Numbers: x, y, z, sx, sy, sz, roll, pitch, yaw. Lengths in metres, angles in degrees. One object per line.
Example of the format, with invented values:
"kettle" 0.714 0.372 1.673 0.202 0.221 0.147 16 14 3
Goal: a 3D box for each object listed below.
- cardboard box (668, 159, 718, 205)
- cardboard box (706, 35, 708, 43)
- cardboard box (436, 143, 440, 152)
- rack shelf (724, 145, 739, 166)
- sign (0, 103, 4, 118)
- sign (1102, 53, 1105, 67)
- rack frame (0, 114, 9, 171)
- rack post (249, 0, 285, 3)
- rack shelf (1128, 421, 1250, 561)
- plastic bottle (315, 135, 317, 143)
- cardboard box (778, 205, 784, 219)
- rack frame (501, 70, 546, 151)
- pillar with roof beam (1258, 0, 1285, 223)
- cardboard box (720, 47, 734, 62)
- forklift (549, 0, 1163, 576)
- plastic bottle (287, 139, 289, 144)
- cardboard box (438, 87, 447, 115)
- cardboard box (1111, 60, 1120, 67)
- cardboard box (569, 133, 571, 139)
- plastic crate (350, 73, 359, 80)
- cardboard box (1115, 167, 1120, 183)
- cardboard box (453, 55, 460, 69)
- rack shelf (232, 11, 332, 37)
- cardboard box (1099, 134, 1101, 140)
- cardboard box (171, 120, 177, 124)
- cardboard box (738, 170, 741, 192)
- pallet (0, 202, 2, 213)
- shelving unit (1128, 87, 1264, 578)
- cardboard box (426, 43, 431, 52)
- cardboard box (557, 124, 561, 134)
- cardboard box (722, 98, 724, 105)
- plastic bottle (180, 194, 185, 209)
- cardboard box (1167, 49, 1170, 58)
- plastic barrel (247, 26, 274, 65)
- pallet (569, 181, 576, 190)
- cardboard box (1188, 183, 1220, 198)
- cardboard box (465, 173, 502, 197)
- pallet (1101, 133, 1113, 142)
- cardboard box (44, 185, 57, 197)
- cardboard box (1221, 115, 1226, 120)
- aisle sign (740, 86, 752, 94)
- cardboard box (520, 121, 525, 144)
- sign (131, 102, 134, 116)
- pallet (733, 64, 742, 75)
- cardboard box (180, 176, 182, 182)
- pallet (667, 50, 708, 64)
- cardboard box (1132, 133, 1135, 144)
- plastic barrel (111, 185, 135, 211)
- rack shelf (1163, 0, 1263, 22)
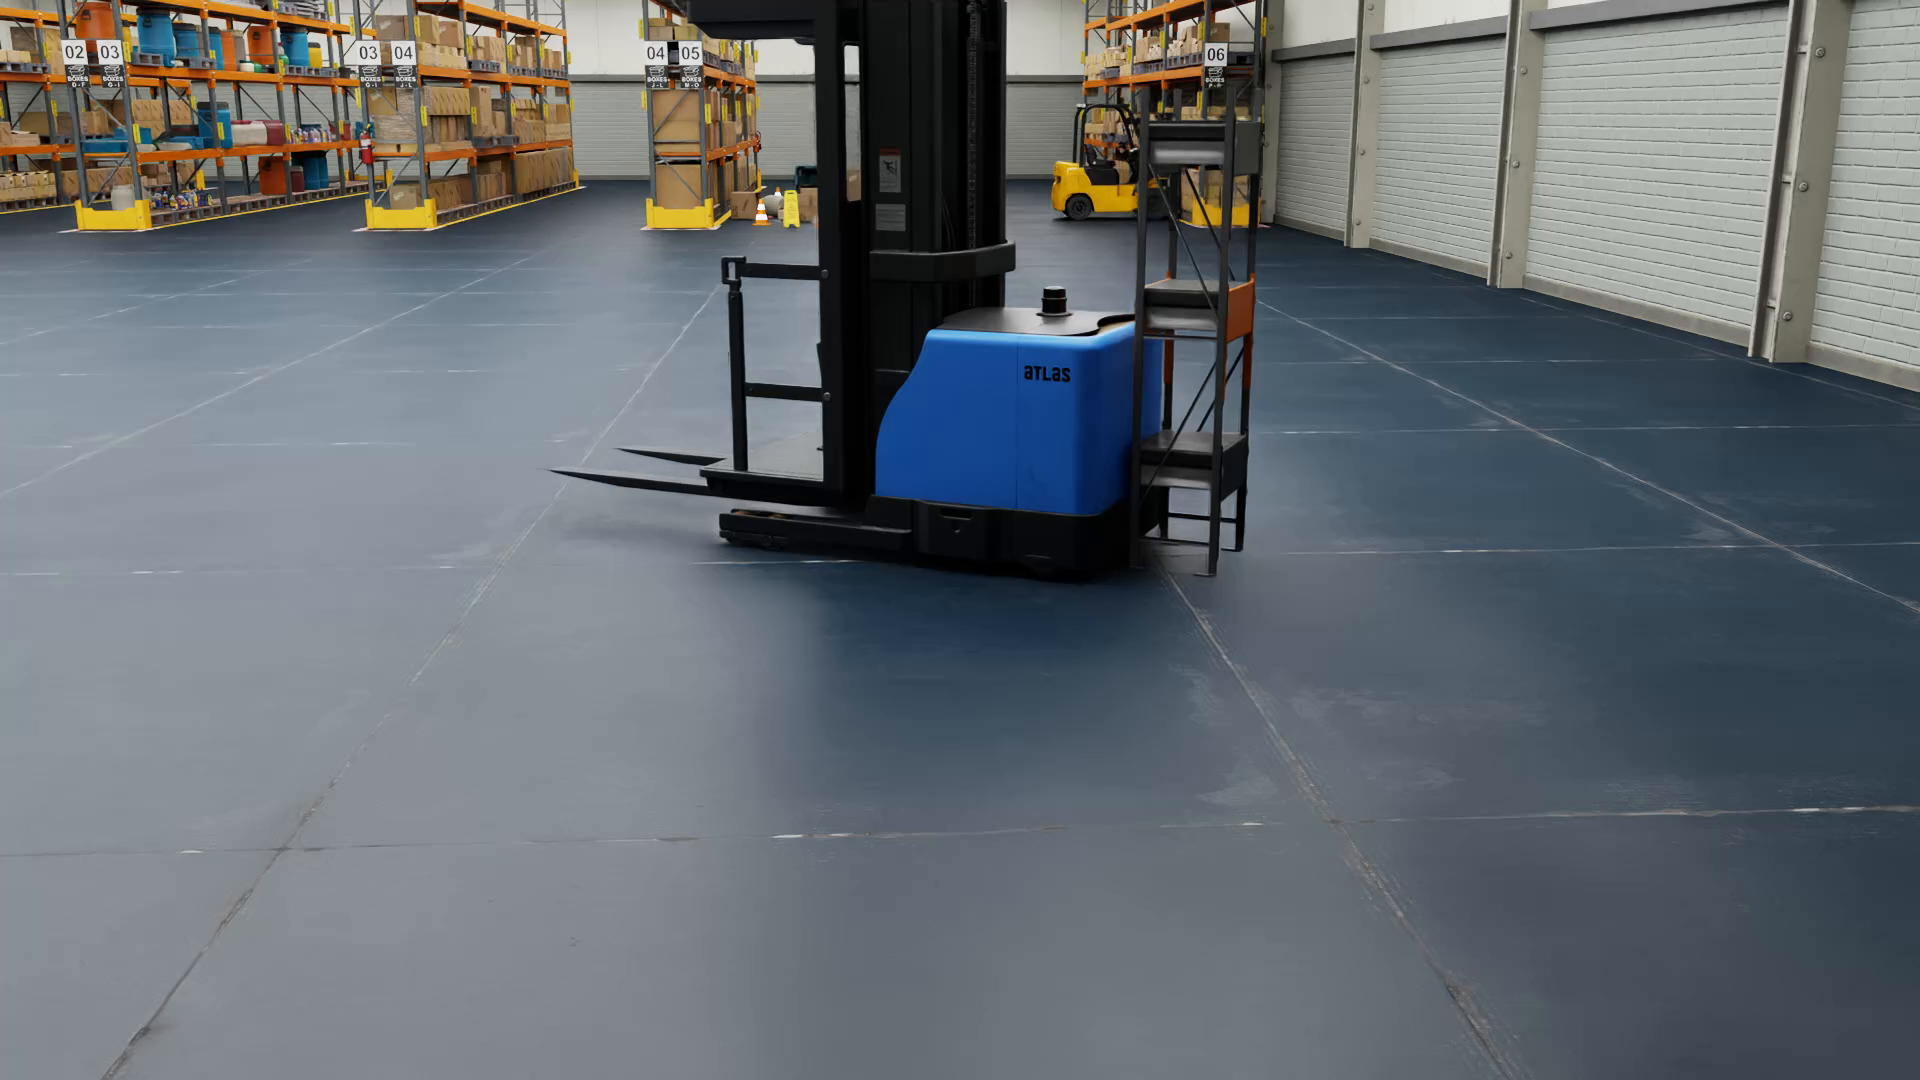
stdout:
"cardboard box" -5.296 -7.091 32.986 0.875 0.875 0.875 -1 14 -3
"cardboard box" -4.824 -9.105 30.035 0.500 0.250 0.500 -1 14 -4
"cardboard box" -9.795 -7.229 30.609 0.380 0.149 0.250 -1 14 -3
"rack shelf" -5.389 -8.223 35.409 1.077 0.370 4.000 -1 14 -3
"sign" -20.898 -9.377 36.286 0.100 0.325 0.005 -1 14 -3
"sign" 3.586 -11.935 41.337 0.100 0.325 0.005 -1 14 -3
"rack frame" -25.797 -10.777 43.894 1.000 3.000 0.127 -1 14 -3
"rack post" -15.499 -11.989 36.715 0.954 0.300 0.937 -1 14 -3
"rack shelf" 1.046 -0.233 7.582 0.431 0.518 0.480 6 16 22
"plastic bottle" -15.217 -9.468 39.204 0.097 0.201 0.097 0 14 0
"cardboard box" -3.320 -6.351 32.176 0.396 0.266 0.258 2 15 6
"rack frame" -10.718 -10.012 40.919 1.000 3.000 0.127 -1 14 -3
"pillar with roof beam" 1.430 -10.284 29.937 9.100 9.000 0.400 -1 14 -3
"cardboard box" -5.149 -10.475 35.833 0.500 0.311 0.500 -1 14 -3
"forklift" -0.591 -1.485 7.917 3.031 2.935 1.130 6 16 23
"plastic bottle" -15.117 -8.993 37.208 0.152 0.276 0.135 -1 14 -3
"cardboard box" -9.793 -8.094 30.660 0.500 0.500 0.500 -1 14 -3
"cardboard box" 3.821 -11.428 39.862 0.380 0.149 0.250 -1 14 -2
"cardboard box" -10.615 -10.802 44.492 0.380 0.149 0.250 -1 14 -2
"plastic crate" -15.563 -12.039 43.204 0.450 0.188 0.336 -1 14 -3
"cardboard box" 4.028 -8.726 40.094 0.500 0.500 0.500 -1 14 -5
"cardboard box" -9.911 -9.163 31.900 0.500 0.250 0.500 -1 14 -2
"rack shelf" -15.537 -11.801 38.080 1.077 0.370 4.000 -1 14 -3
"cardboard box" 3.777 -10.325 42.639 0.380 0.149 0.250 -1 14 -2
"cardboard box" -20.492 -10.543 42.782 0.500 0.500 0.500 -1 14 -3
"cardboard box" -5.302 -8.241 38.211 0.500 0.500 0.500 -2 15 -6
"pallet" -20.194 -6.703 33.653 1.003 0.211 1.213 -1 14 -3
"shelving unit" 1.046 -0.924 7.404 0.431 2.100 0.503 6 16 22
"cardboard box" -9.764 -8.868 29.956 0.380 0.149 0.250 0 14 -1
"cardboard box" -10.572 -10.579 42.829 0.500 0.250 0.500 -1 14 -3
"cardboard box" -5.429 -9.236 35.696 0.700 0.500 0.500 -1 14 -4
"plastic bottle" -14.746 -6.409 31.507 0.097 0.271 0.097 0 14 0
"cardboard box" 4.348 -9.719 33.223 0.380 0.149 0.250 -1 14 -2
"plastic barrel" -15.445 -10.946 36.825 0.600 0.830 0.708 -1 14 -3
"pallet" -10.838 -9.459 44.364 1.003 0.211 1.213 -1 14 -3
"cardboard box" 4.529 -6.488 30.895 0.500 0.250 0.500 -1 14 -4
"cardboard box" -10.361 -7.716 36.127 0.700 0.500 0.500 -2 15 -8
"pallet" 4.068 -9.949 41.060 1.003 0.211 1.213 -1 14 -3
"cardboard box" -20.081 -7.610 36.258 0.500 0.250 0.500 -1 14 -2
"cardboard box" 5.030 -7.769 30.701 0.380 0.149 0.250 -1 14 -3
"aisle sign" -5.714 -12.340 44.750 0.394 0.787 0.004 -1 14 -3
"cardboard box" -10.263 -9.319 38.024 0.500 0.500 0.500 -1 14 -5
"sign" -20.051 -10.430 40.221 0.100 0.325 0.005 -1 14 -3
"pallet" -5.420 -10.270 36.283 1.213 0.211 1.003 0 14 -1
"cardboard box" -20.638 -9.462 43.585 0.380 0.166 0.250 -1 14 -3
"pallet" -5.074 -8.673 29.873 1.003 0.211 1.213 -1 14 -3
"cardboard box" 4.159 -9.061 37.524 0.500 0.250 0.500 -1 14 -3
"plastic barrel" -15.035 -6.112 29.912 0.421 0.512 0.421 0 14 0
"rack shelf" 4.747 -10.119 31.541 1.077 0.370 4.000 -1 14 -3
